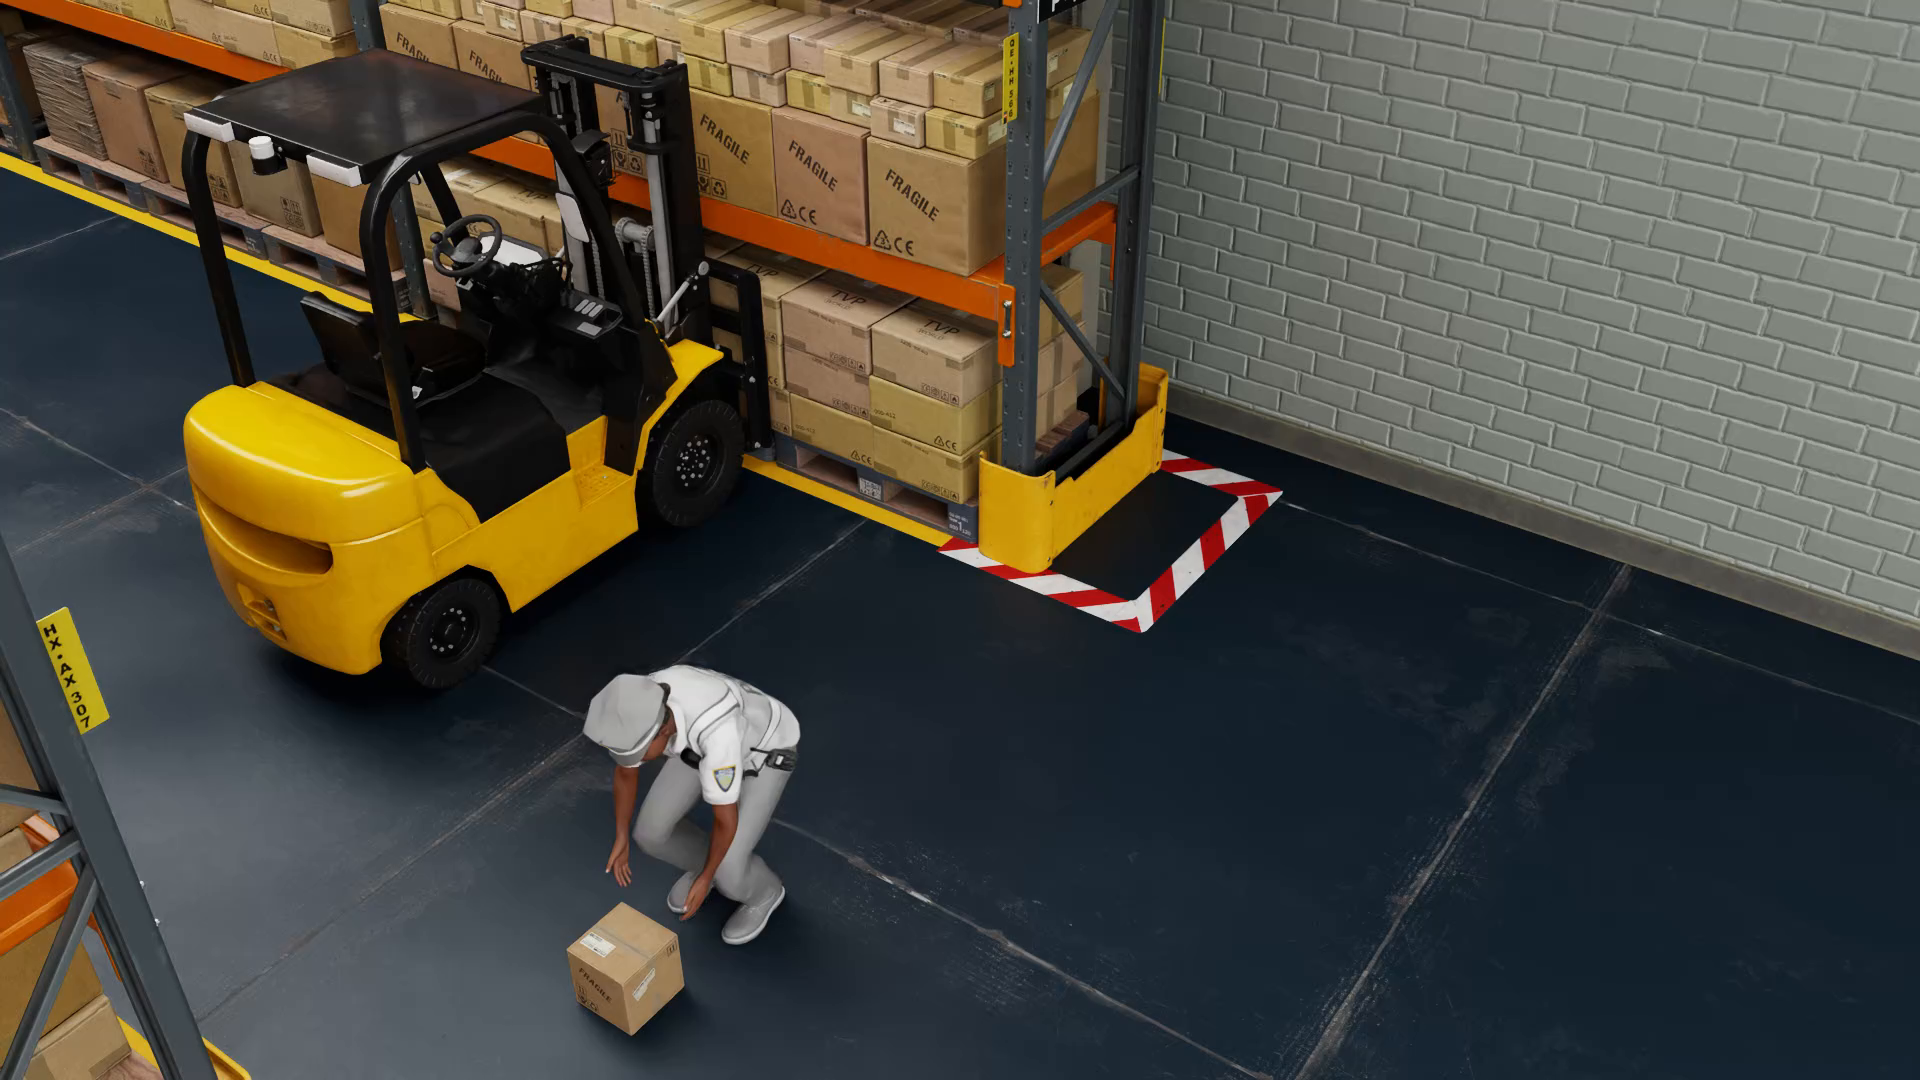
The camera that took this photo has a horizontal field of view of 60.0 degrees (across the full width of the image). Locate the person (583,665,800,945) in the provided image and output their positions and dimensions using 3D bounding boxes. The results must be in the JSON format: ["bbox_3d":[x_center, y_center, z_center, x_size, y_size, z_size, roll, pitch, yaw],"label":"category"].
[{"bbox_3d":[-0.829,0.817,5.364,0.501,1.218,0.792,22,40,28],"label":"person"}]
